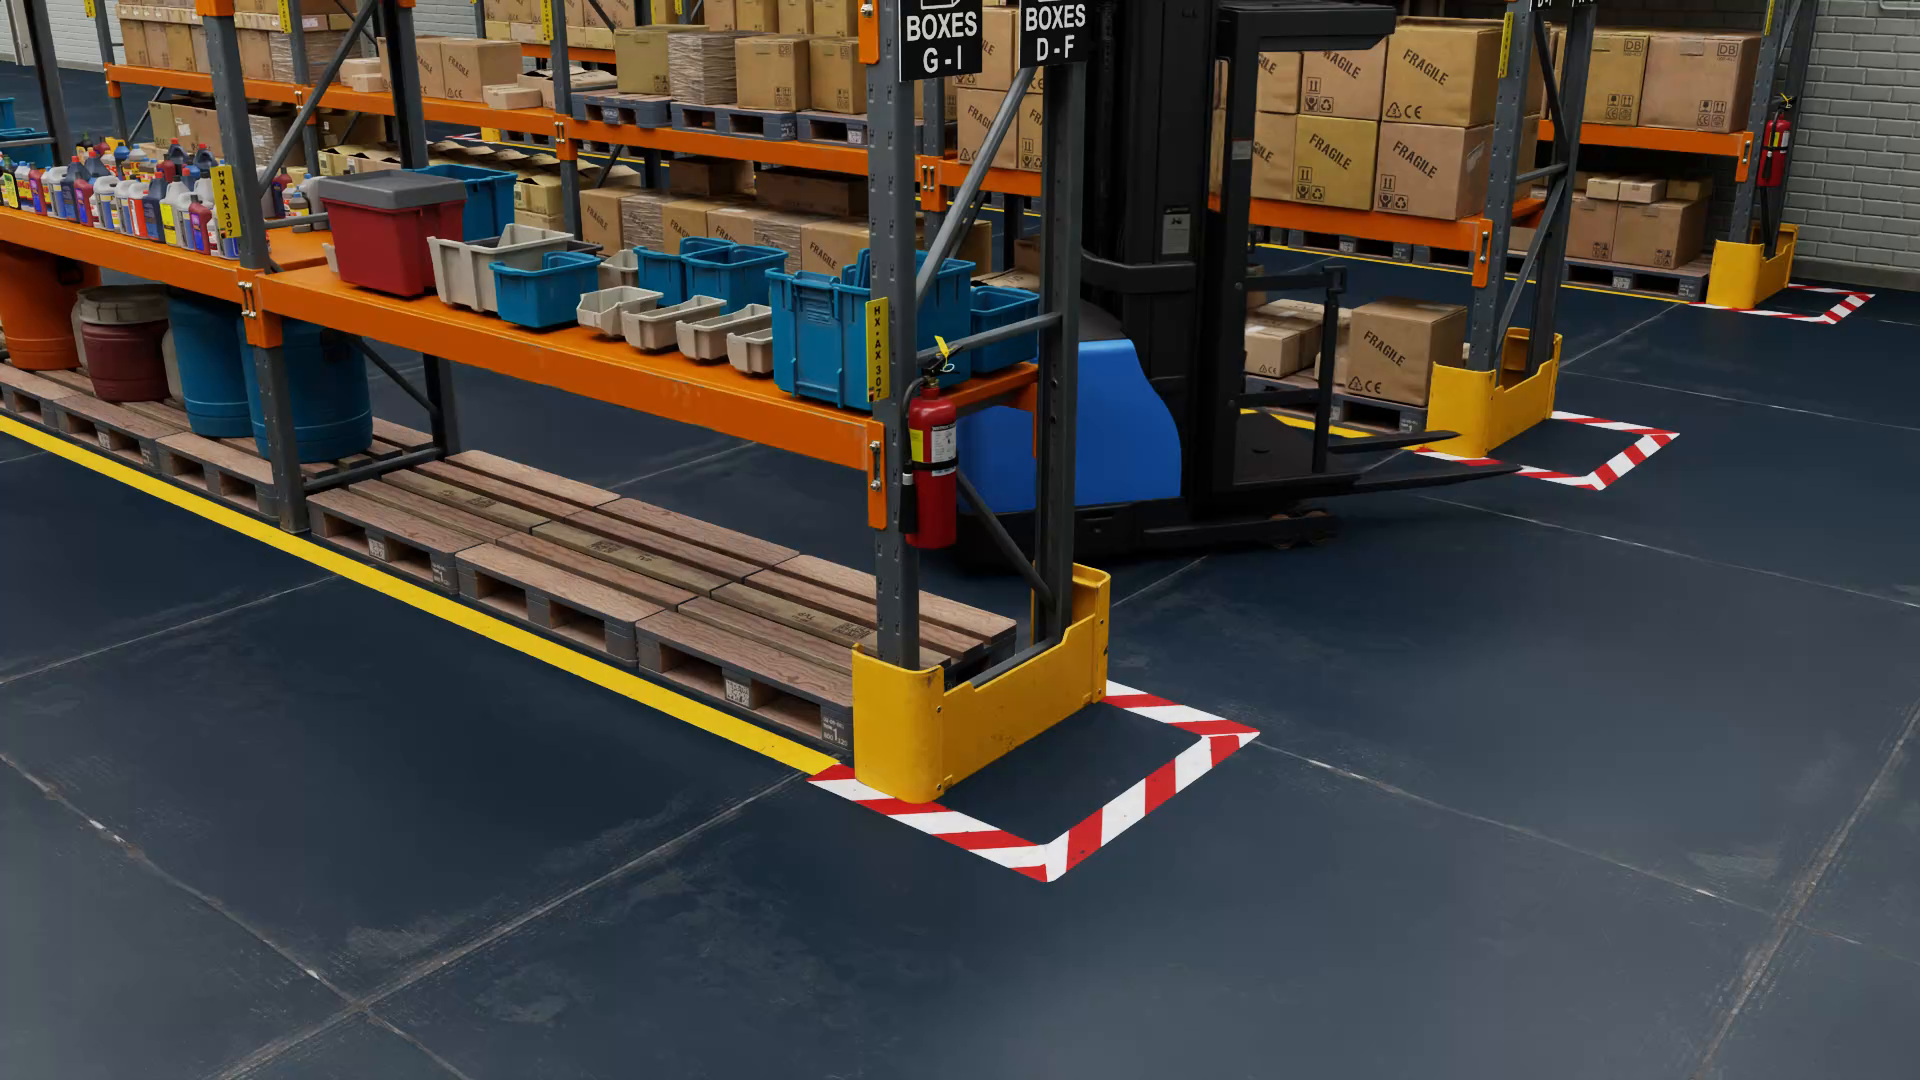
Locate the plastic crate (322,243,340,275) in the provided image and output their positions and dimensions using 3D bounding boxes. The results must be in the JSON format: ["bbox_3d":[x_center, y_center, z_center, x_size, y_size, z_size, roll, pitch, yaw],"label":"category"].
[{"bbox_3d":[-2.754,-1.335,7.745,0.243,0.136,0.396,16,26,36],"label":"plastic crate"}]

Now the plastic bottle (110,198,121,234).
[{"bbox_3d":[-4.419,-1.722,8.765,0.097,0.201,0.097,0,21,0],"label":"plastic bottle"}]

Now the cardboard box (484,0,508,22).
[{"bbox_3d":[-5.877,-7.060,21.760,0.500,0.500,0.500,16,26,36],"label":"cardboard box"}]

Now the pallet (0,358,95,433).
[{"bbox_3d":[-5.486,-0.996,10.511,1.213,0.211,1.003,16,26,36],"label":"pallet"}]

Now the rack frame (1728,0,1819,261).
[{"bbox_3d":[6.338,-3.389,12.903,0.127,3.000,1.000,16,26,36],"label":"rack frame"}]

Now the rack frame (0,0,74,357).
[{"bbox_3d":[-6.124,-2.465,10.455,0.127,3.000,1.000,16,26,36],"label":"rack frame"}]

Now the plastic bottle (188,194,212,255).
[{"bbox_3d":[-3.742,-1.557,8.212,0.133,0.283,0.061,16,26,36],"label":"plastic bottle"}]

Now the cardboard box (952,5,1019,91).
[{"bbox_3d":[0.297,-3.259,11.000,0.500,0.500,0.500,17,26,38],"label":"cardboard box"}]

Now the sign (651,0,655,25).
[{"bbox_3d":[-2.653,-4.474,14.252,0.005,0.325,0.100,16,26,36],"label":"sign"}]

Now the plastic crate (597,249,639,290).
[{"bbox_3d":[-1.485,-1.171,7.312,0.466,0.136,0.293,16,26,36],"label":"plastic crate"}]

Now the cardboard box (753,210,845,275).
[{"bbox_3d":[-1.219,-2.219,12.720,0.500,0.500,0.500,16,26,37],"label":"cardboard box"}]

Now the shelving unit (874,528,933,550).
[{"bbox_3d":[-0.270,-0.467,7.918,0.215,1.050,0.252,-13,24,-31],"label":"shelving unit"}]

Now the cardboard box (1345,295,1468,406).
[{"bbox_3d":[2.632,-1.124,9.817,0.500,0.500,0.500,16,26,36],"label":"cardboard box"}]

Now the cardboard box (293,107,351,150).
[{"bbox_3d":[-6.641,-4.270,17.480,0.500,0.500,0.500,16,26,36],"label":"cardboard box"}]

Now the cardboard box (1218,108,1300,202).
[{"bbox_3d":[1.903,-2.334,9.964,0.500,0.500,0.500,16,26,37],"label":"cardboard box"}]

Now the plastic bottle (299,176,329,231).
[{"bbox_3d":[-3.426,-1.804,8.877,0.135,0.276,0.152,16,26,36],"label":"plastic bottle"}]

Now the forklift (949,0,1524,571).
[{"bbox_3d":[1.339,-1.501,7.994,3.031,2.935,1.130,-6,21,-14],"label":"forklift"}]

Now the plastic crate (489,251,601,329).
[{"bbox_3d":[-1.679,-1.018,6.770,0.300,0.233,0.416,16,26,36],"label":"plastic crate"}]

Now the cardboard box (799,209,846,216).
[{"bbox_3d":[-0.913,-2.367,13.112,0.500,0.500,0.500,16,26,37],"label":"cardboard box"}]

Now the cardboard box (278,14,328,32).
[{"bbox_3d":[-6.434,-5.063,16.283,0.250,0.149,0.380,16,26,36],"label":"cardboard box"}]

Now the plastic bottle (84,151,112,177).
[{"bbox_3d":[-4.805,-1.983,9.245,0.185,0.351,0.144,16,26,36],"label":"plastic bottle"}]

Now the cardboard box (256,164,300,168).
[{"bbox_3d":[-6.966,-3.779,17.240,0.500,0.250,0.500,16,26,36],"label":"cardboard box"}]

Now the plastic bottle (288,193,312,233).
[{"bbox_3d":[-3.490,-1.731,8.789,0.097,0.201,0.097,0,21,0],"label":"plastic bottle"}]

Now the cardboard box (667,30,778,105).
[{"bbox_3d":[-1.842,-3.696,12.981,0.700,0.500,0.500,-16,26,-37],"label":"cardboard box"}]

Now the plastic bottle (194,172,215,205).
[{"bbox_3d":[-3.852,-1.705,8.508,0.185,0.351,0.144,16,26,36],"label":"plastic bottle"}]

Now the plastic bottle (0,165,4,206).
[{"bbox_3d":[-5.559,-2.080,9.599,0.133,0.283,0.061,16,26,36],"label":"plastic bottle"}]

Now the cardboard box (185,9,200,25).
[{"bbox_3d":[-7.828,-5.464,17.346,0.250,0.149,0.380,16,26,37],"label":"cardboard box"}]

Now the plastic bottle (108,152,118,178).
[{"bbox_3d":[-5.208,-2.295,10.284,0.097,0.201,0.097,0,21,0],"label":"plastic bottle"}]

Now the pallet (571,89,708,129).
[{"bbox_3d":[-2.419,-3.597,13.727,1.003,0.211,1.213,16,26,36],"label":"pallet"}]

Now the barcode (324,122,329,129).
[{"bbox_3d":[-6.153,-4.026,16.151,0.075,0.075,0.001,16,26,36],"label":"barcode"}]

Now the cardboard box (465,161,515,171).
[{"bbox_3d":[-4.346,-3.268,15.090,0.500,0.311,0.500,16,26,36],"label":"cardboard box"}]

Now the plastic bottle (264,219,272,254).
[{"bbox_3d":[-3.470,-1.518,8.224,0.097,0.201,0.097,0,21,0],"label":"plastic bottle"}]

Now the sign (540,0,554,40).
[{"bbox_3d":[-3.337,-4.208,13.435,0.005,0.325,0.100,16,26,36],"label":"sign"}]

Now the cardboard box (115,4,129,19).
[{"bbox_3d":[-9.019,-5.807,18.256,0.250,0.149,0.380,16,26,36],"label":"cardboard box"}]

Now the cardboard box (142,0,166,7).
[{"bbox_3d":[-8.381,-6.022,17.906,0.500,0.500,0.700,15,25,35],"label":"cardboard box"}]

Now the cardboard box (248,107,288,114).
[{"bbox_3d":[-7.355,-4.241,17.402,0.500,0.500,0.500,16,26,36],"label":"cardboard box"}]

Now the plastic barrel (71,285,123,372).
[{"bbox_3d":[-5.240,-1.292,10.273,0.421,0.512,0.421,0,21,0],"label":"plastic barrel"}]

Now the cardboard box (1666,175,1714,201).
[{"bbox_3d":[5.956,-2.875,13.569,0.250,0.149,0.380,16,26,37],"label":"cardboard box"}]

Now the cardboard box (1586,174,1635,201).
[{"bbox_3d":[5.320,-2.884,13.592,0.250,0.149,0.380,17,26,38],"label":"cardboard box"}]

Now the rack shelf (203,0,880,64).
[{"bbox_3d":[-1.475,-2.194,6.503,4.000,0.370,1.077,16,26,36],"label":"rack shelf"}]

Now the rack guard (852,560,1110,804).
[{"bbox_3d":[0.101,0.491,6.158,0.348,0.500,1.175,16,26,36],"label":"rack guard"}]

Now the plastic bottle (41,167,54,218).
[{"bbox_3d":[-5.025,-1.929,9.216,0.097,0.271,0.097,0,21,0],"label":"plastic bottle"}]

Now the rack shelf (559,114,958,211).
[{"bbox_3d":[-1.439,-3.036,12.987,4.000,0.370,1.077,16,26,36],"label":"rack shelf"}]

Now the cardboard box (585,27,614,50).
[{"bbox_3d":[-4.297,-6.249,20.674,0.500,0.250,0.500,16,26,36],"label":"cardboard box"}]

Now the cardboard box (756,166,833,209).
[{"bbox_3d":[-1.274,-2.823,13.259,0.500,0.250,0.500,15,26,35],"label":"cardboard box"}]

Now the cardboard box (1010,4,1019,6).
[{"bbox_3d":[0.666,-3.399,11.371,0.500,0.500,0.500,16,26,37],"label":"cardboard box"}]

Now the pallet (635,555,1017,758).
[{"bbox_3d":[-0.540,0.430,6.730,1.213,0.211,1.003,16,26,36],"label":"pallet"}]

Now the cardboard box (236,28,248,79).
[{"bbox_3d":[-7.234,-5.084,17.257,0.500,0.500,0.700,17,26,37],"label":"cardboard box"}]

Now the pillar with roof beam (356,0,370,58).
[{"bbox_3d":[-12.338,-10.008,21.953,0.400,9.000,9.100,16,26,36],"label":"pillar with roof beam"}]

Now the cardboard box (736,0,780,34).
[{"bbox_3d":[-2.157,-6.069,19.246,0.700,0.500,0.500,-19,28,-41],"label":"cardboard box"}]

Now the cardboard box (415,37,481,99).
[{"bbox_3d":[-4.707,-4.353,15.318,0.500,0.500,0.500,16,26,36],"label":"cardboard box"}]

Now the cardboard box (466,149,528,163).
[{"bbox_3d":[-4.413,-3.532,15.790,0.500,0.311,0.500,16,26,36],"label":"cardboard box"}]

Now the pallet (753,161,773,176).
[{"bbox_3d":[-2.354,-4.588,20.036,1.213,0.211,1.003,16,26,36],"label":"pallet"}]

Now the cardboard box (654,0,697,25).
[{"bbox_3d":[-3.520,-6.377,19.949,0.500,0.500,0.500,16,26,36],"label":"cardboard box"}]
